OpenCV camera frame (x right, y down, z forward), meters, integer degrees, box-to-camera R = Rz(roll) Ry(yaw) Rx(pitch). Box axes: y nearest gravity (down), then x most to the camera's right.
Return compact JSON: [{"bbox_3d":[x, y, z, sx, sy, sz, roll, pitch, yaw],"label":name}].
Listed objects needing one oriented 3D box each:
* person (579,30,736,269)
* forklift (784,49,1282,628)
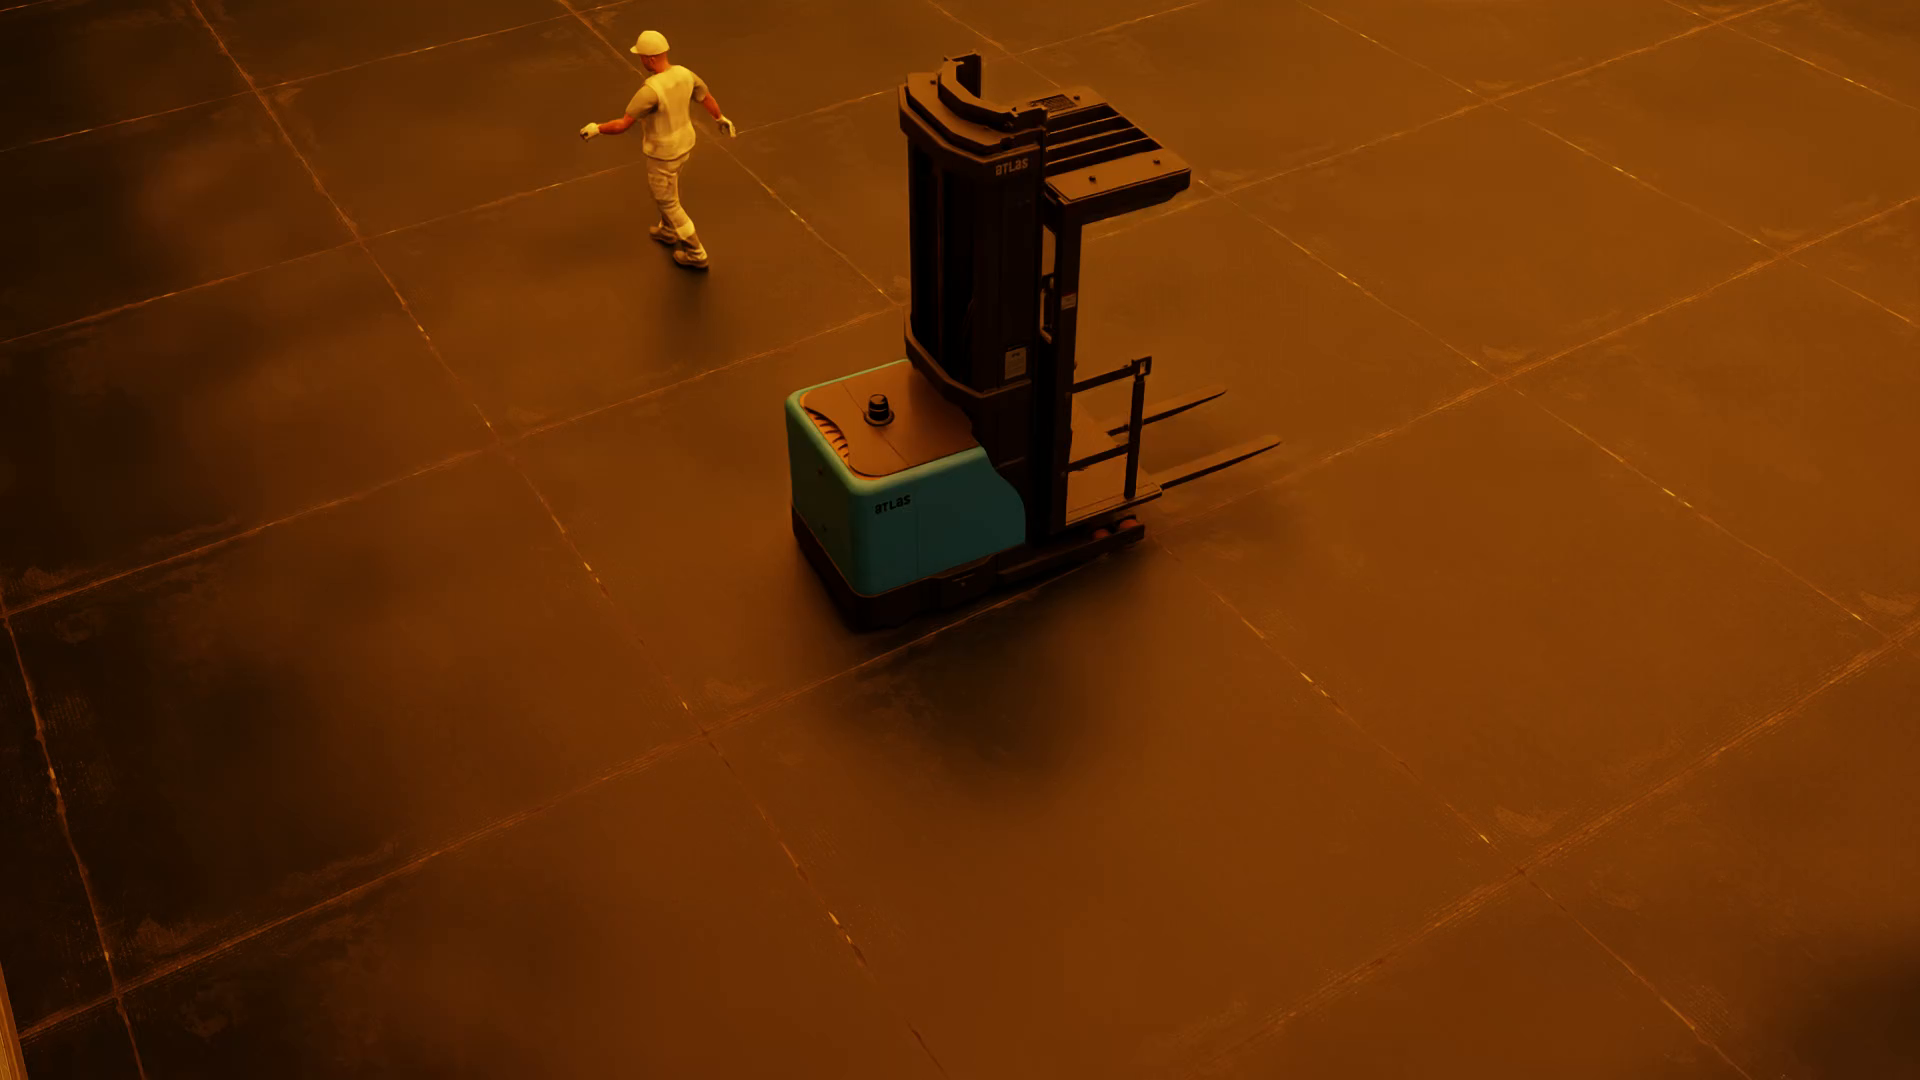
[{"bbox_3d":[-2.141,-2.866,12.055,0.752,1.763,1.001,22,46,24],"label":"person"},{"bbox_3d":[0.538,-1.294,9.352,3.031,2.935,1.130,-19,45,-21],"label":"forklift"}]
